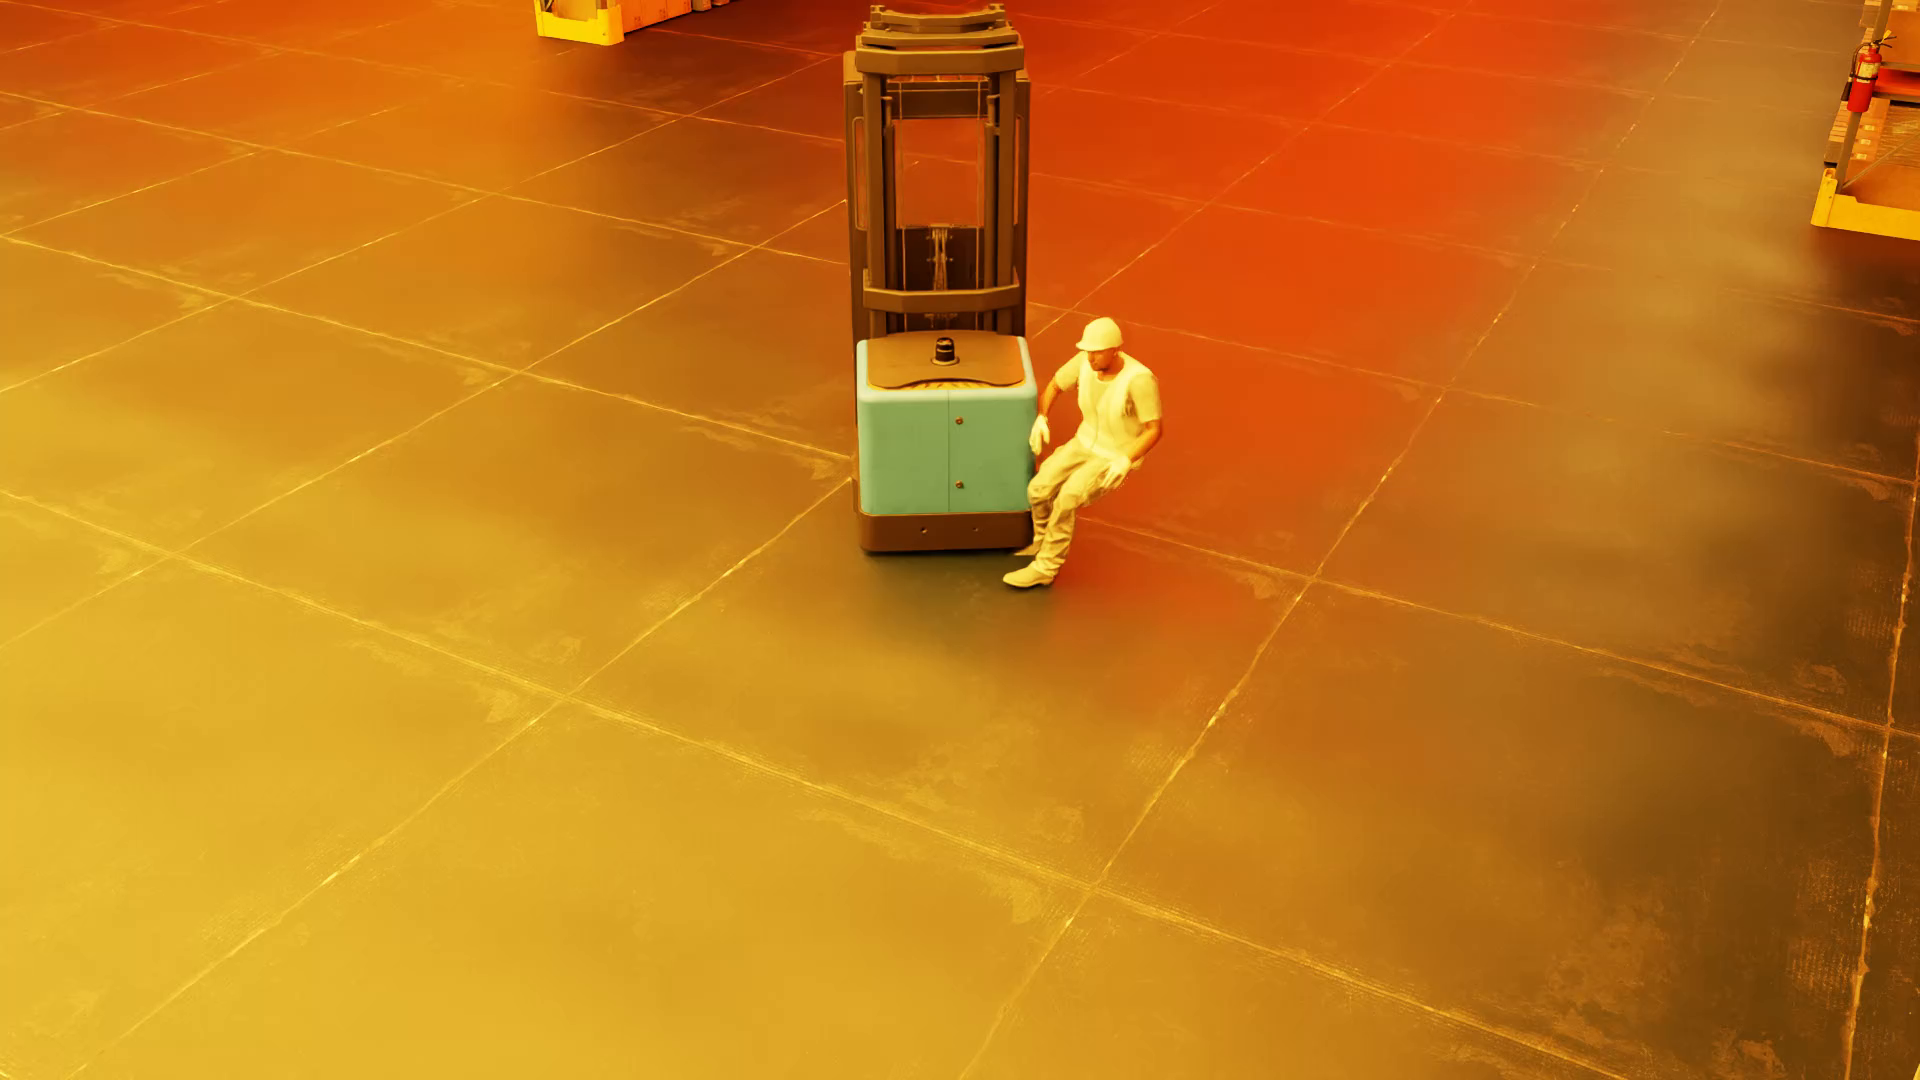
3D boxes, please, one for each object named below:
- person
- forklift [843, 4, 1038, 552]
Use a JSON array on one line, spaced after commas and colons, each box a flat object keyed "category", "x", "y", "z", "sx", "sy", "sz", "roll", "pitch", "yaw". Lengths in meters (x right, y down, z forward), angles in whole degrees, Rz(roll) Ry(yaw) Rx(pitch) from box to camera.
[{"category": "person", "x": 0.654, "y": -0.472, "z": 9.356, "sx": 0.897, "sy": 1.569, "sz": 0.805, "roll": -26, "pitch": 39, "yaw": -37}, {"category": "forklift", "x": -0.148, "y": -1.906, "z": 10.373, "sx": 1.130, "sy": 2.935, "sz": 3.031, "roll": -2, "pitch": 30, "yaw": -3}]
